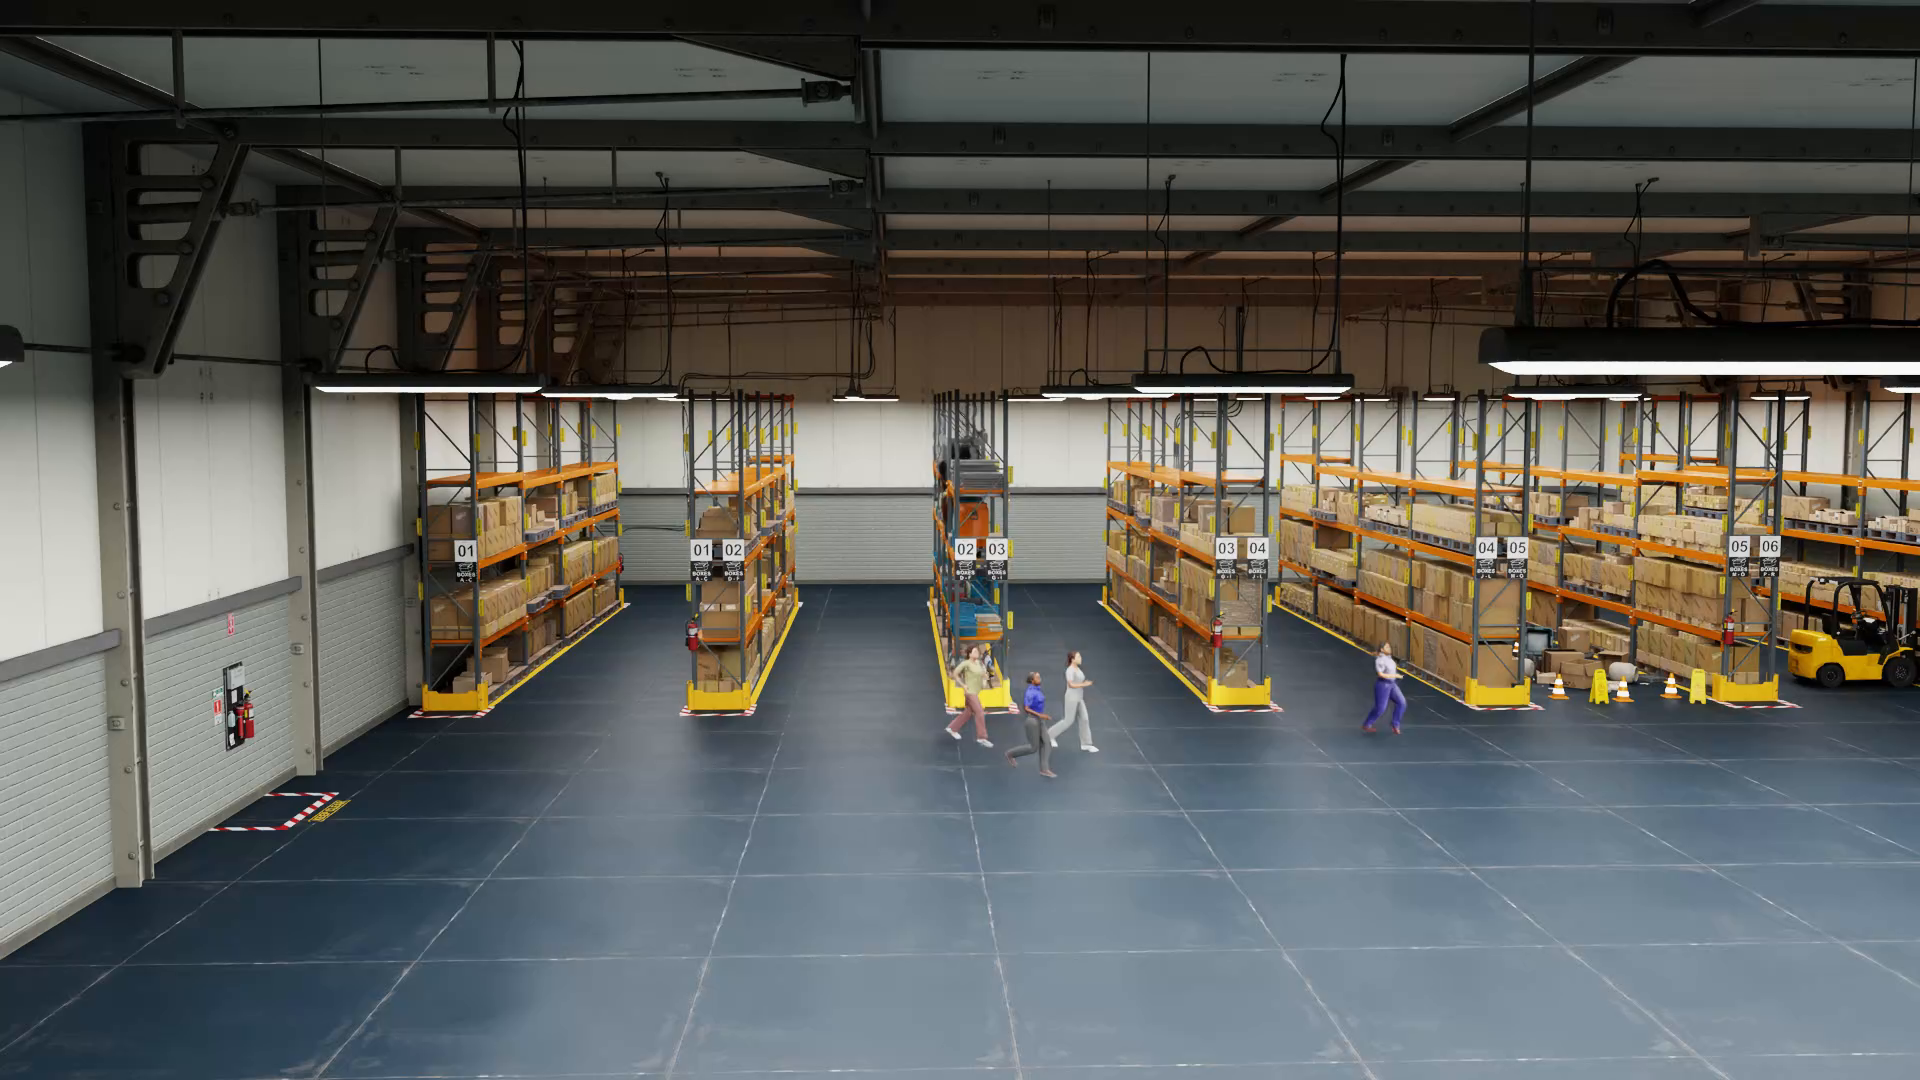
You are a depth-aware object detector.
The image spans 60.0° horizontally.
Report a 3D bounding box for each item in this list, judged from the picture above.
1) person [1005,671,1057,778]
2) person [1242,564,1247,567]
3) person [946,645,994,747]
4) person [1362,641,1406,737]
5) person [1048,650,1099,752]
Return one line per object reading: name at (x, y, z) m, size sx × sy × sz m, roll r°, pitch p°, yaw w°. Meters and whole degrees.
person at (1.109, 2.833, 25.636) m, size 0.827 × 1.653 × 0.588 m, roll 1°, pitch 5°, yaw 17°
person at (7.984, 1.072, 46.180) m, size 0.667 × 1.794 × 0.841 m, roll 1°, pitch 5°, yaw 7°
person at (0.185, 2.601, 28.027) m, size 0.894 × 1.693 × 0.558 m, roll 2°, pitch 5°, yaw 25°
person at (7.358, 2.582, 28.803) m, size 0.733 × 1.683 × 0.608 m, roll 4°, pitch 6°, yaw 39°
person at (1.845, 2.634, 27.360) m, size 0.929 × 1.662 × 0.584 m, roll 2°, pitch 5°, yaw 23°
